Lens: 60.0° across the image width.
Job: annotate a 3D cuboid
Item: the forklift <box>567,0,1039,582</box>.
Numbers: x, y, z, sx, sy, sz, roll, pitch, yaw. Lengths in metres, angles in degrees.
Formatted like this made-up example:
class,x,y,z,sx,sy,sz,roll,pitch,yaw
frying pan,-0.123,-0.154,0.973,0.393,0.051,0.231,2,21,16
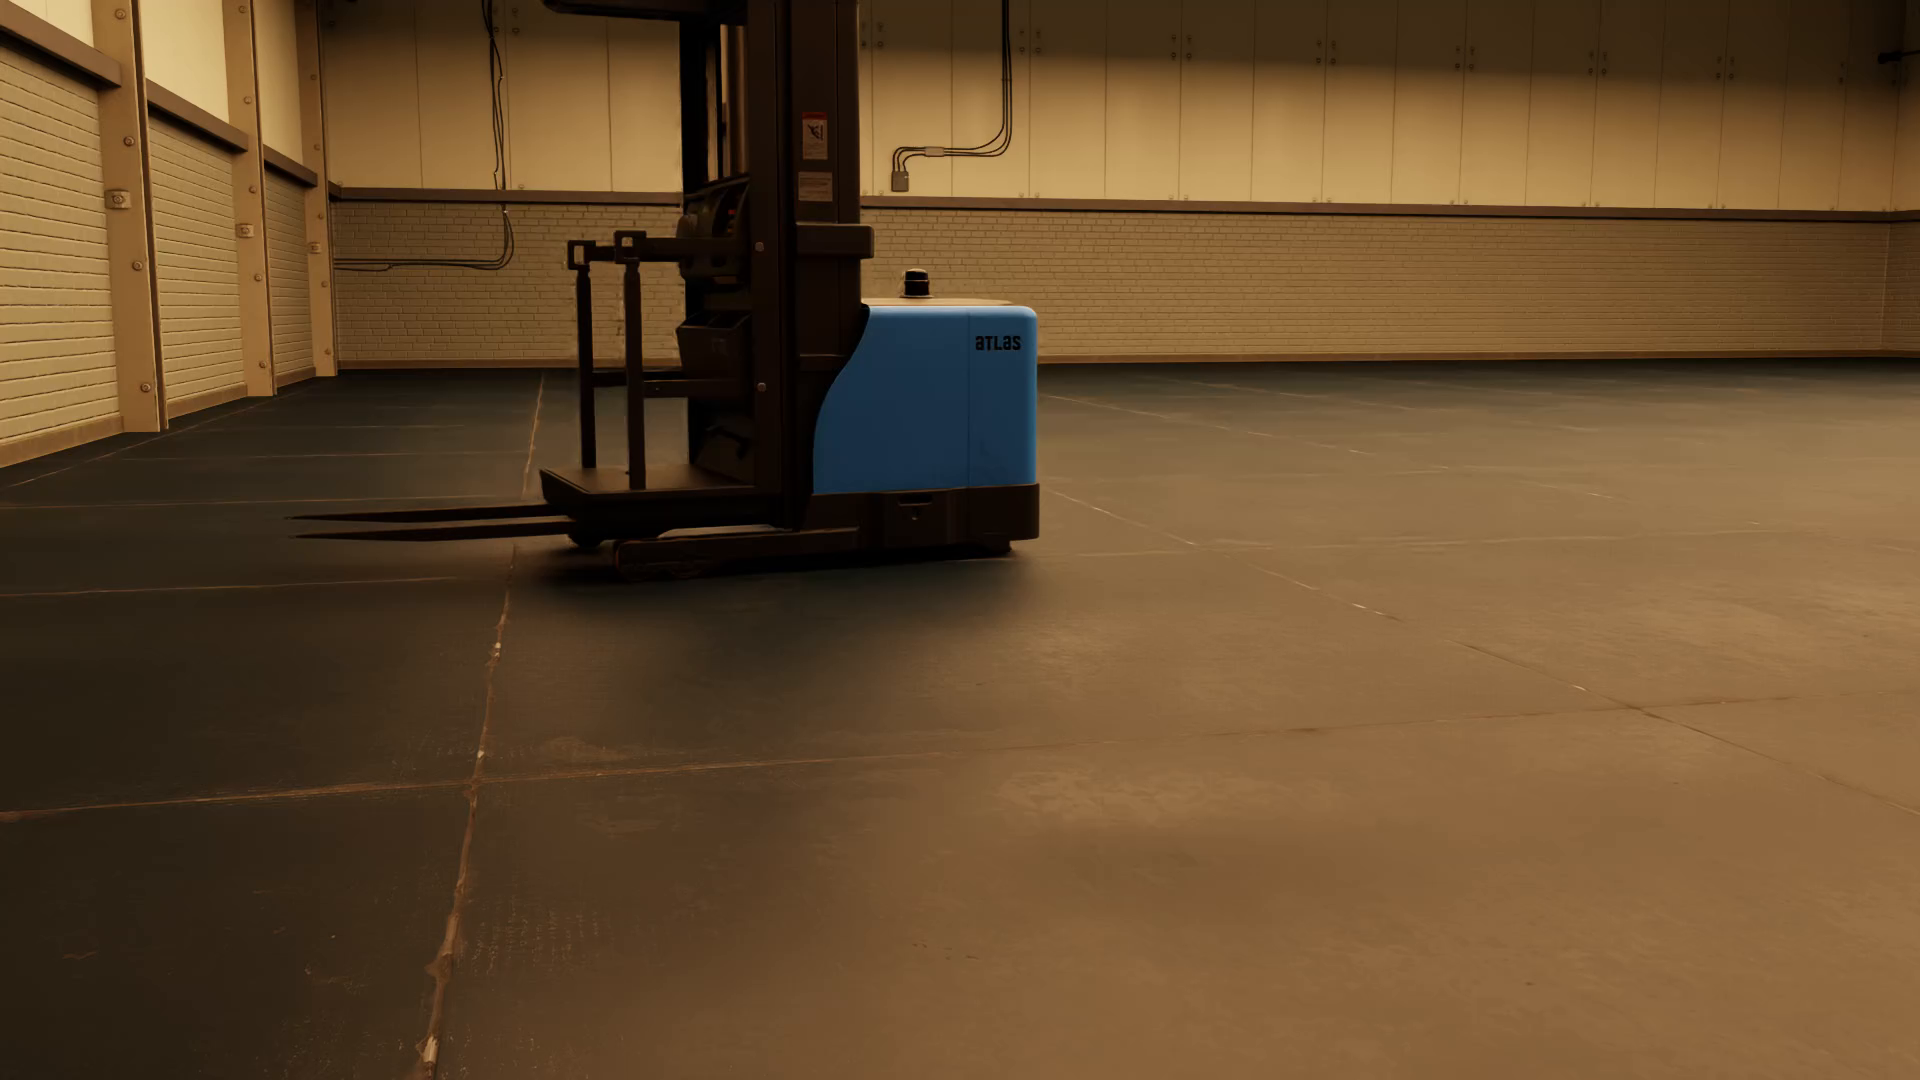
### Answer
class,x,y,z,sx,sy,sz,roll,pitch,yaw
forklift,-1.218,-1.371,6.928,3.031,2.935,1.130,-3,9,-23
